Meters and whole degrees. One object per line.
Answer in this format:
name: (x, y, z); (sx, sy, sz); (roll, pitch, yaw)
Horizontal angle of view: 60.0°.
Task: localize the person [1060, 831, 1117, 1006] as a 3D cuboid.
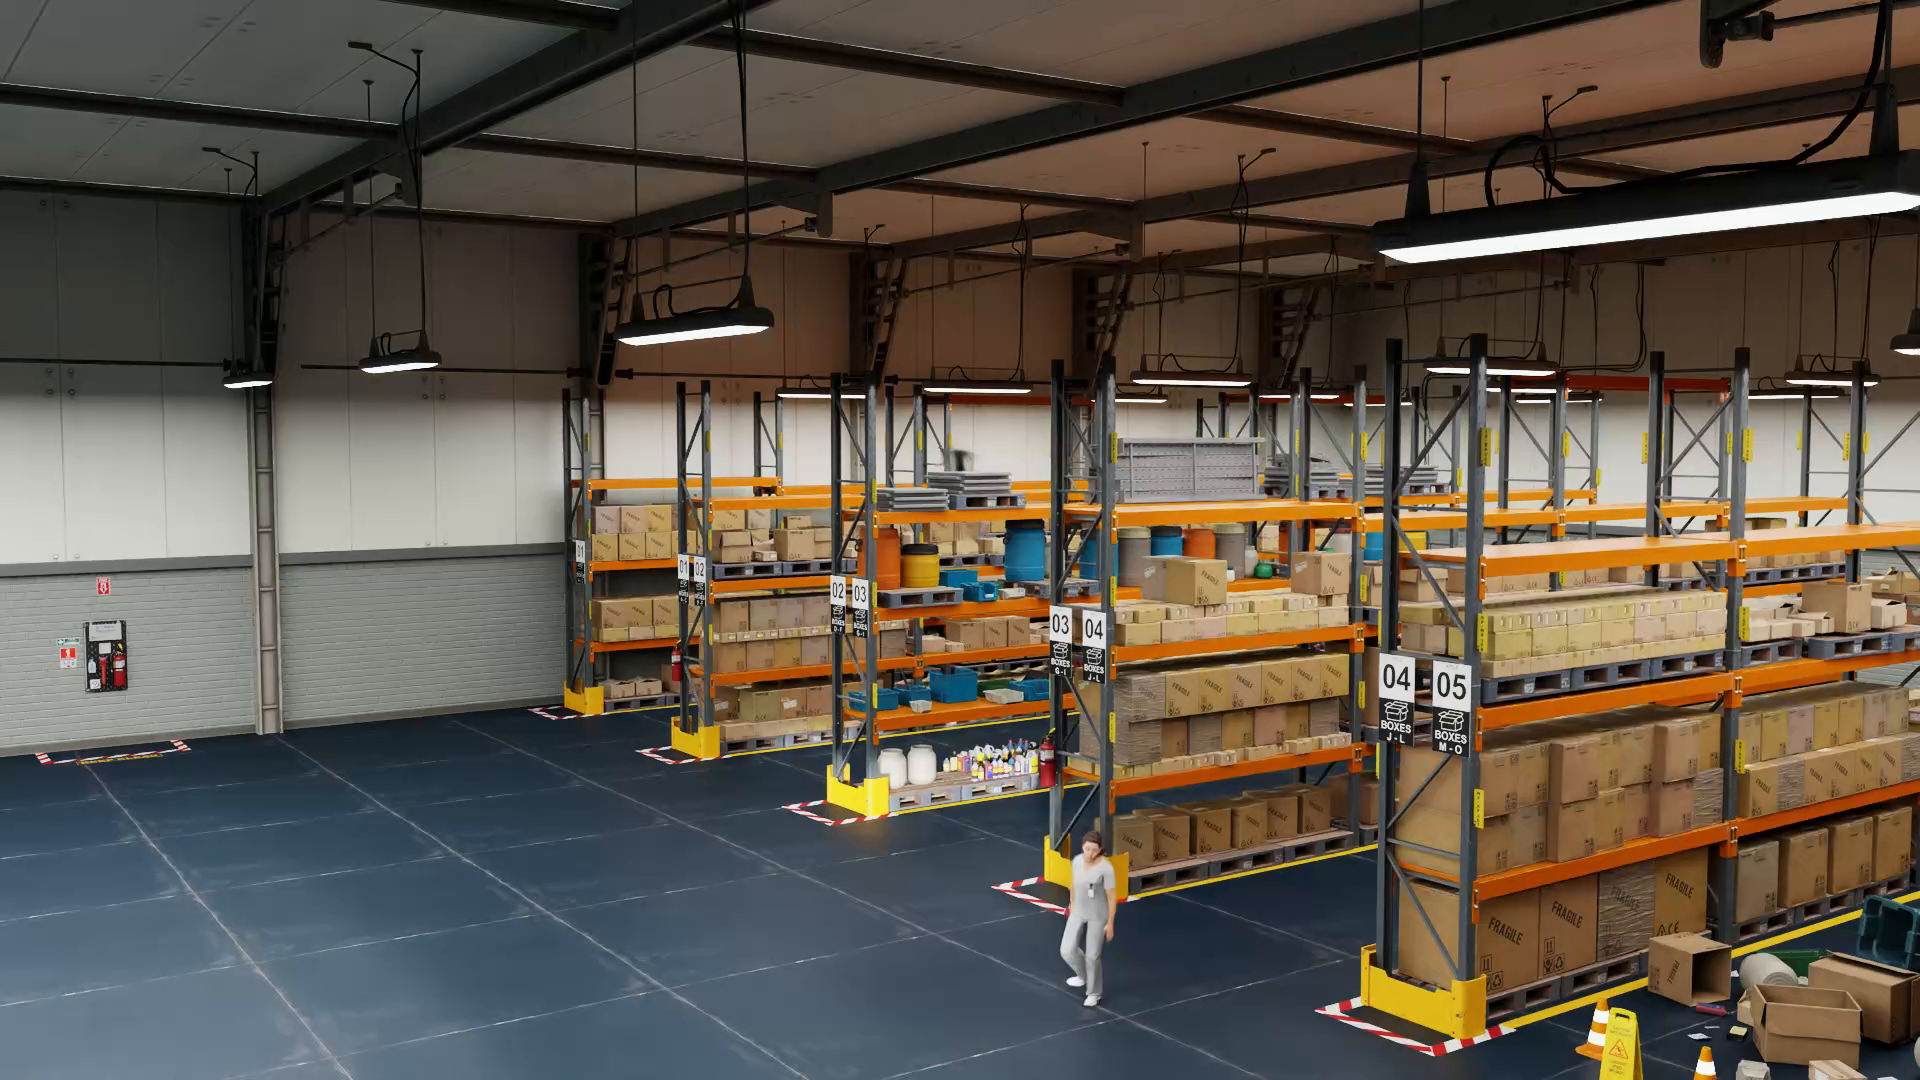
person: (1.195, 3.386, 15.014); (0.588, 1.627, 0.551); (2, 4, 30)
